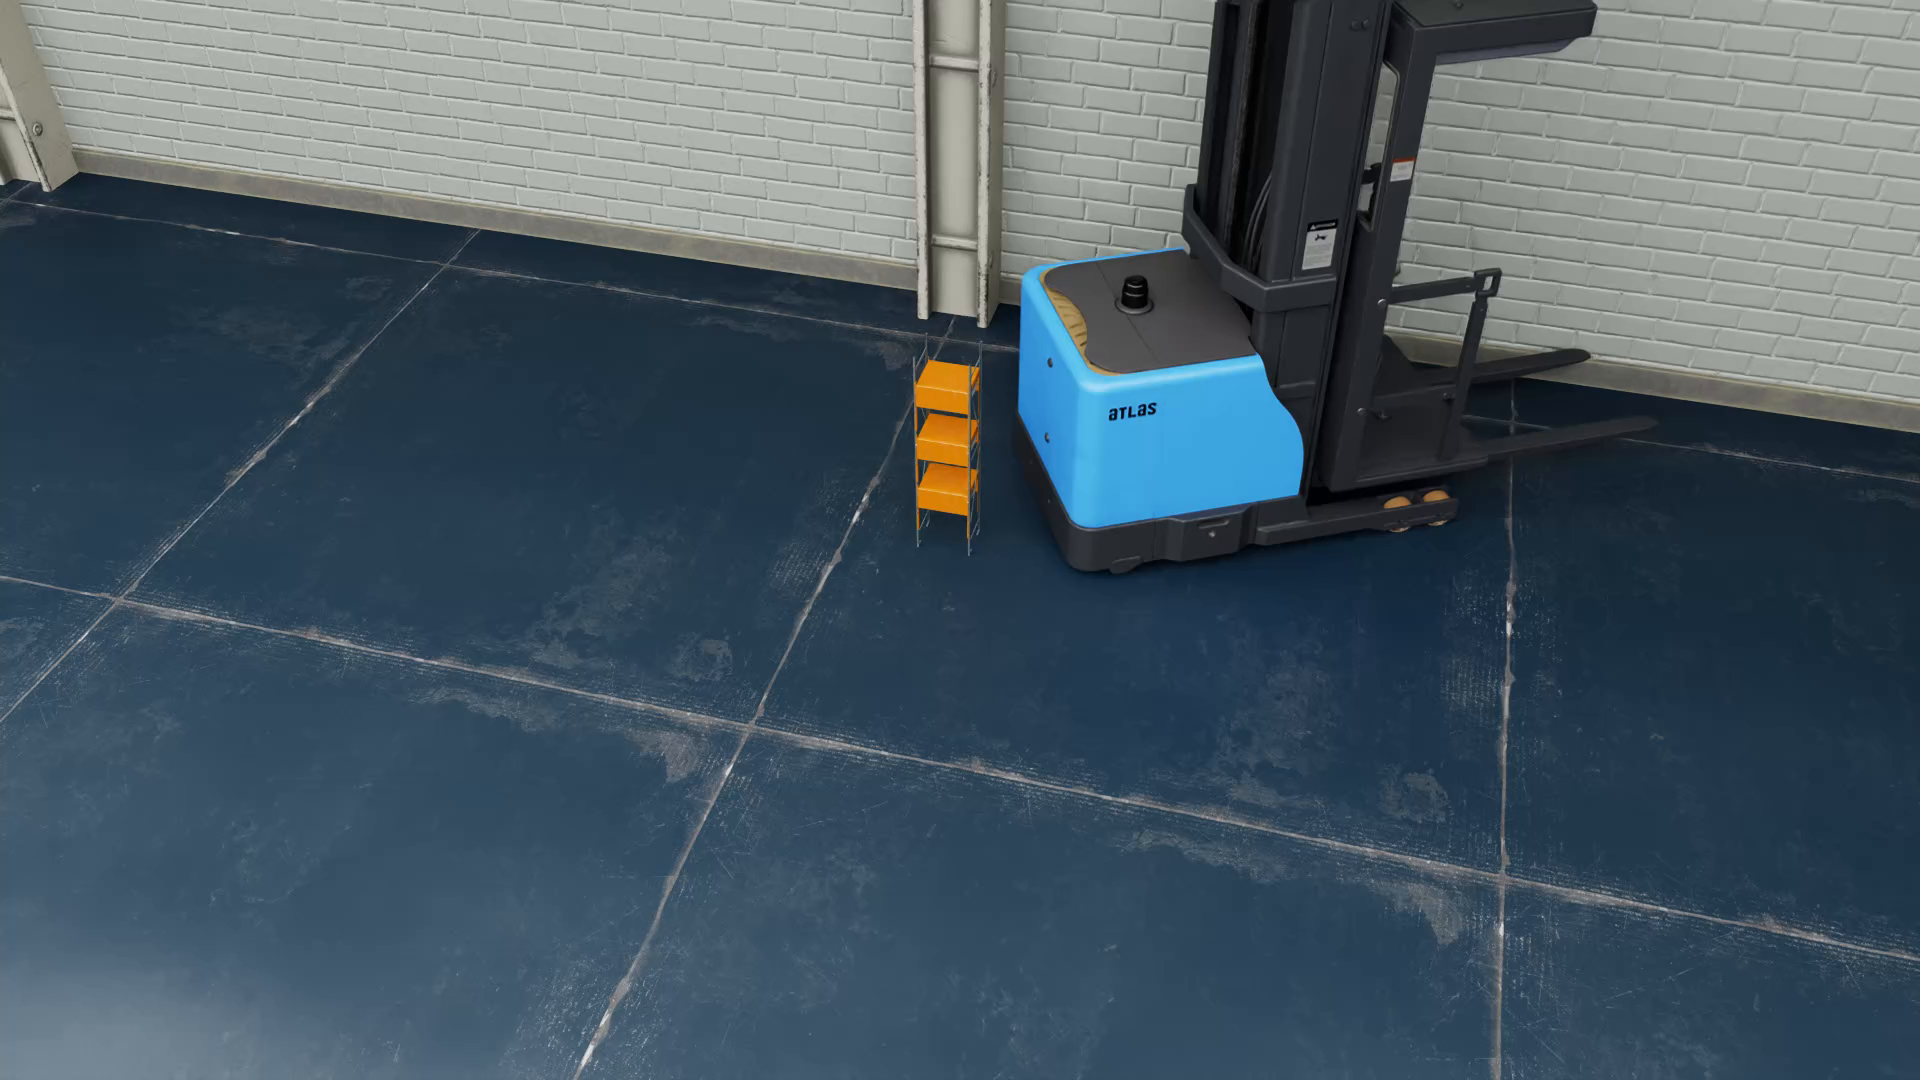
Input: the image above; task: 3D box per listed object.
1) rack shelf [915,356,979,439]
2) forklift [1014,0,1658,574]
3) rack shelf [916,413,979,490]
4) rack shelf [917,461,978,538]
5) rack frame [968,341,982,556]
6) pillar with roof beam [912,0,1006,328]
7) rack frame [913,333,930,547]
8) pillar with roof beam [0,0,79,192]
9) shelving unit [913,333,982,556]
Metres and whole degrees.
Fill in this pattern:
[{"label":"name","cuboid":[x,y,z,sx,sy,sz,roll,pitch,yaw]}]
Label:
[{"label":"rack shelf","cuboid":[-0.052,-0.620,7.247,0.240,0.259,0.215,10,41,11]},{"label":"forklift","cuboid":[1.841,-1.479,7.232,3.031,2.935,1.130,-9,41,-11]},{"label":"rack shelf","cuboid":[-0.052,-0.403,7.430,0.240,0.259,0.215,10,41,11]},{"label":"rack shelf","cuboid":[-0.052,-0.190,7.608,0.240,0.259,0.215,10,41,11]},{"label":"rack frame","cuboid":[0.066,-0.391,7.399,0.008,1.050,0.200,10,41,11]},{"label":"pillar with roof beam","cuboid":[-1.116,-2.065,3.212,0.400,9.000,9.100,10,41,11]},{"label":"rack frame","cuboid":[-0.170,-0.431,7.447,0.008,1.050,0.200,10,41,11]},{"label":"pillar with roof beam","cuboid":[-6.912,-3.062,4.399,0.400,9.000,9.100,10,41,11]},{"label":"shelving unit","cuboid":[-0.052,-0.411,7.423,0.252,1.050,0.215,10,41,11]}]
